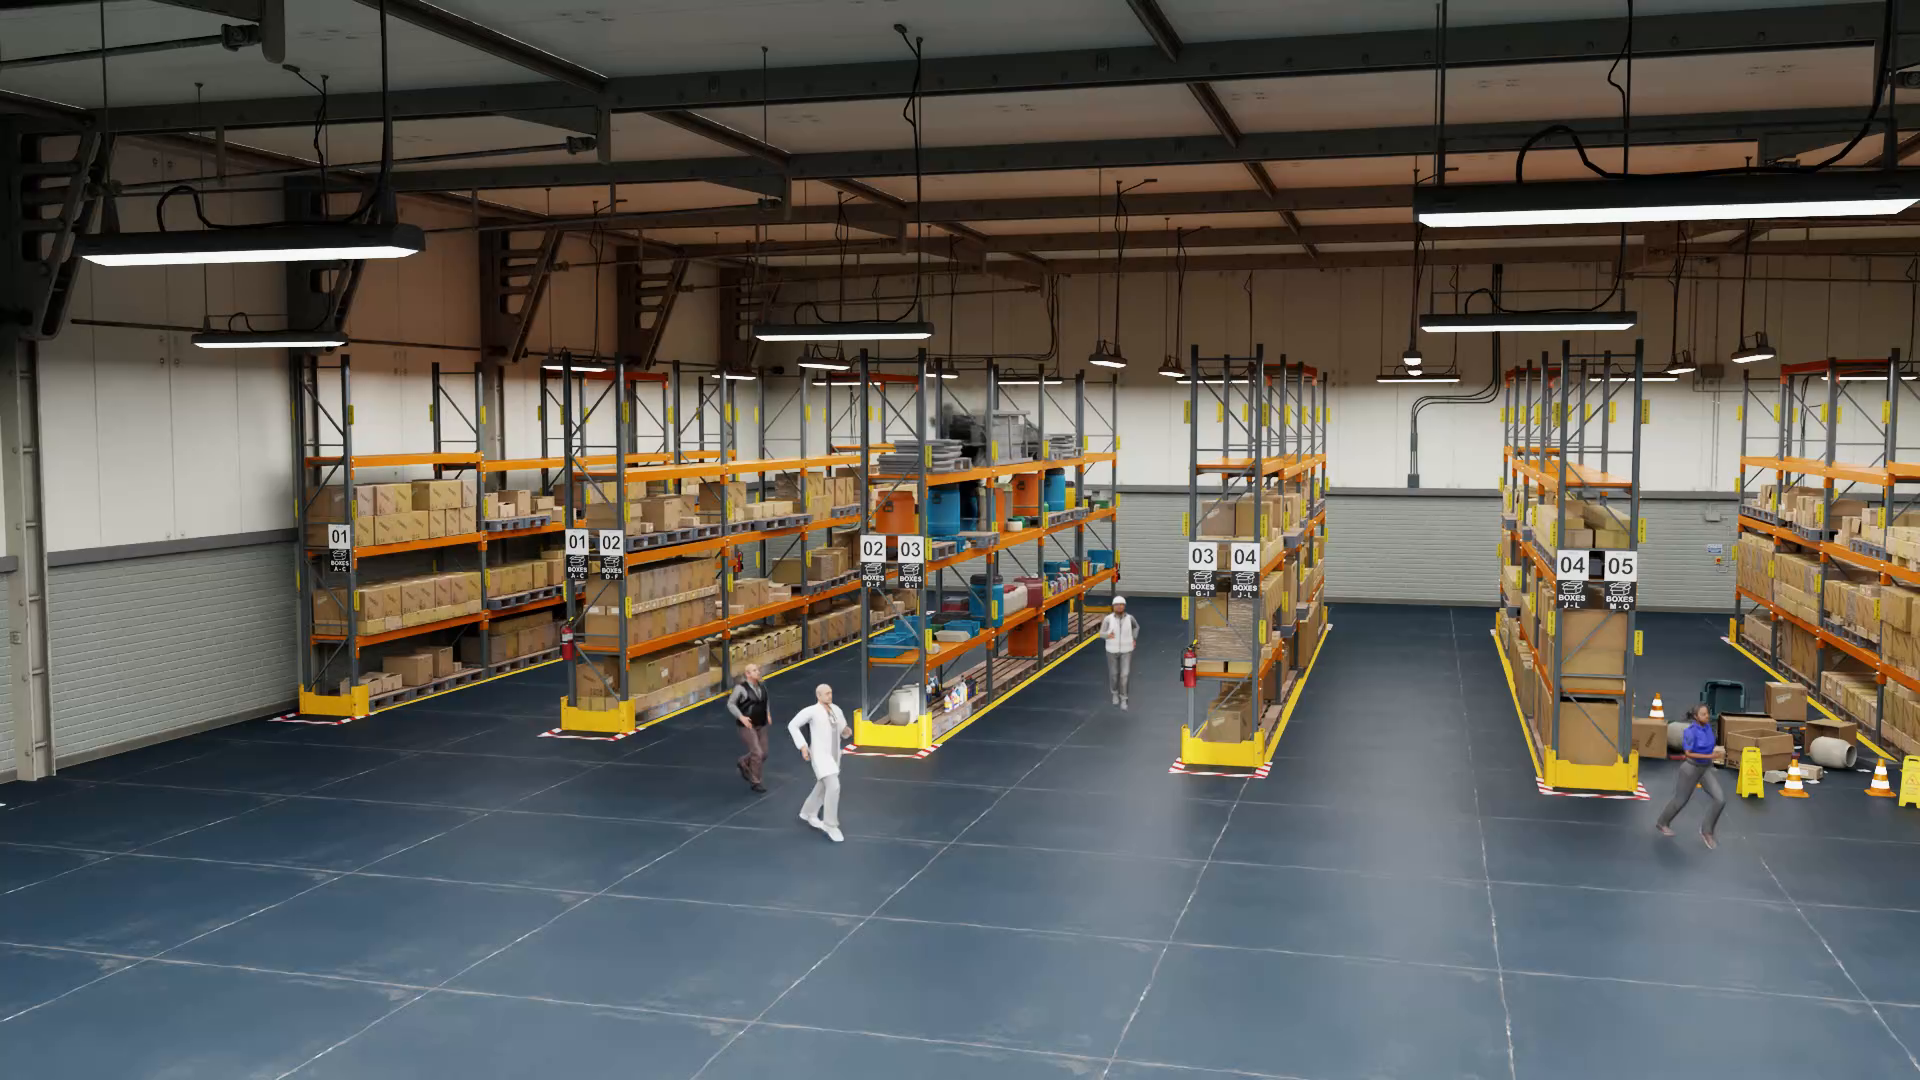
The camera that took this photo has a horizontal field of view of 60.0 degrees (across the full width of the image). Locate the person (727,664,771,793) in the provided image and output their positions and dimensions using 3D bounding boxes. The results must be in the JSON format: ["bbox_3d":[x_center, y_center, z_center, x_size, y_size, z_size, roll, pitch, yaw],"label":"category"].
[{"bbox_3d":[-2.802,2.495,22.238,0.638,1.695,0.685,4,6,40],"label":"person"}]

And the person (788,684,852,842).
[{"bbox_3d":[-1.623,2.585,19.792,0.857,1.756,0.673,3,5,34],"label":"person"}]

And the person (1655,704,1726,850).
[{"bbox_3d":[8.575,2.732,19.365,0.582,1.689,0.878,-2,5,-22],"label":"person"}]

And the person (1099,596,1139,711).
[{"bbox_3d":[2.561,1.808,26.729,0.657,1.816,0.881,0,4,3],"label":"person"}]
